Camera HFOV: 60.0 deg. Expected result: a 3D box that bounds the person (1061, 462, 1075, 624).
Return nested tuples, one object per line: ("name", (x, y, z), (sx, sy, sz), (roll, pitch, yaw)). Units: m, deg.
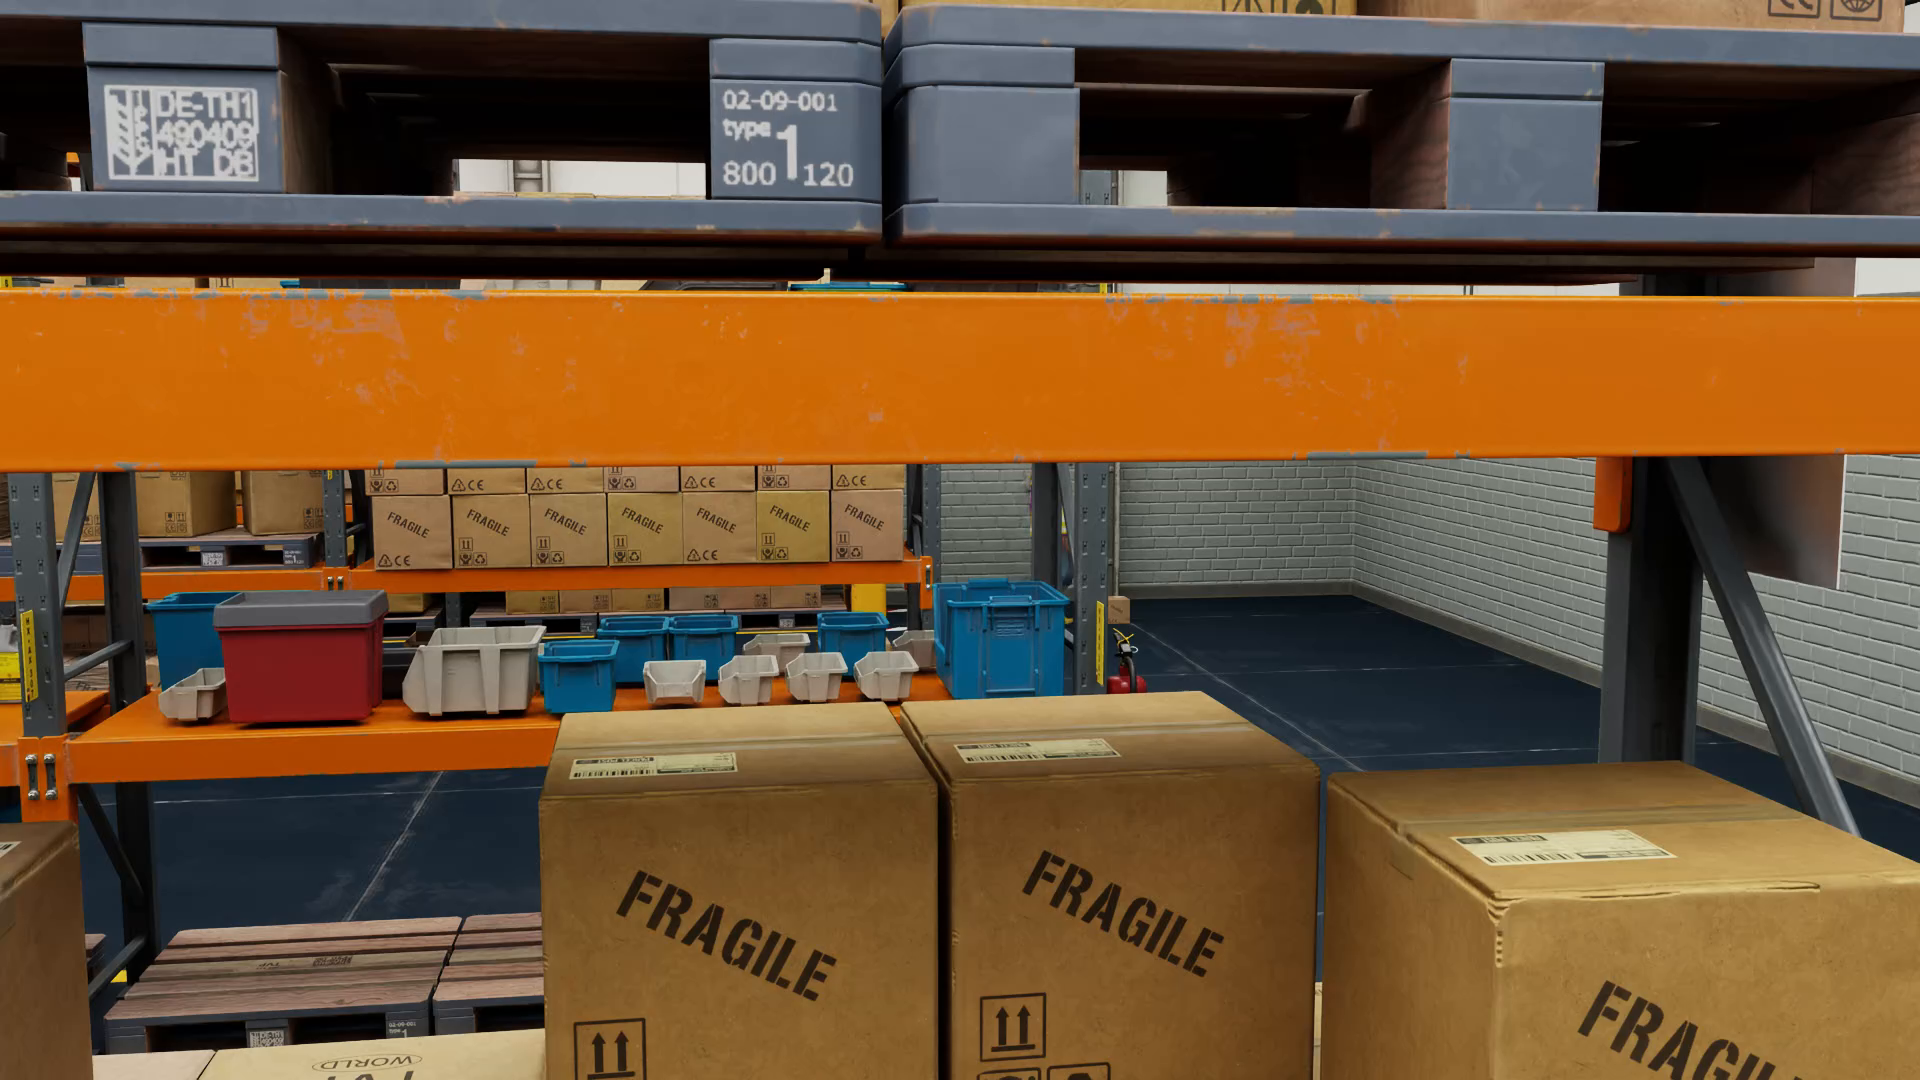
("person", (1.007, -0.043, 16.801), (0.463, 1.771, 0.633), (2, 7, 16))
